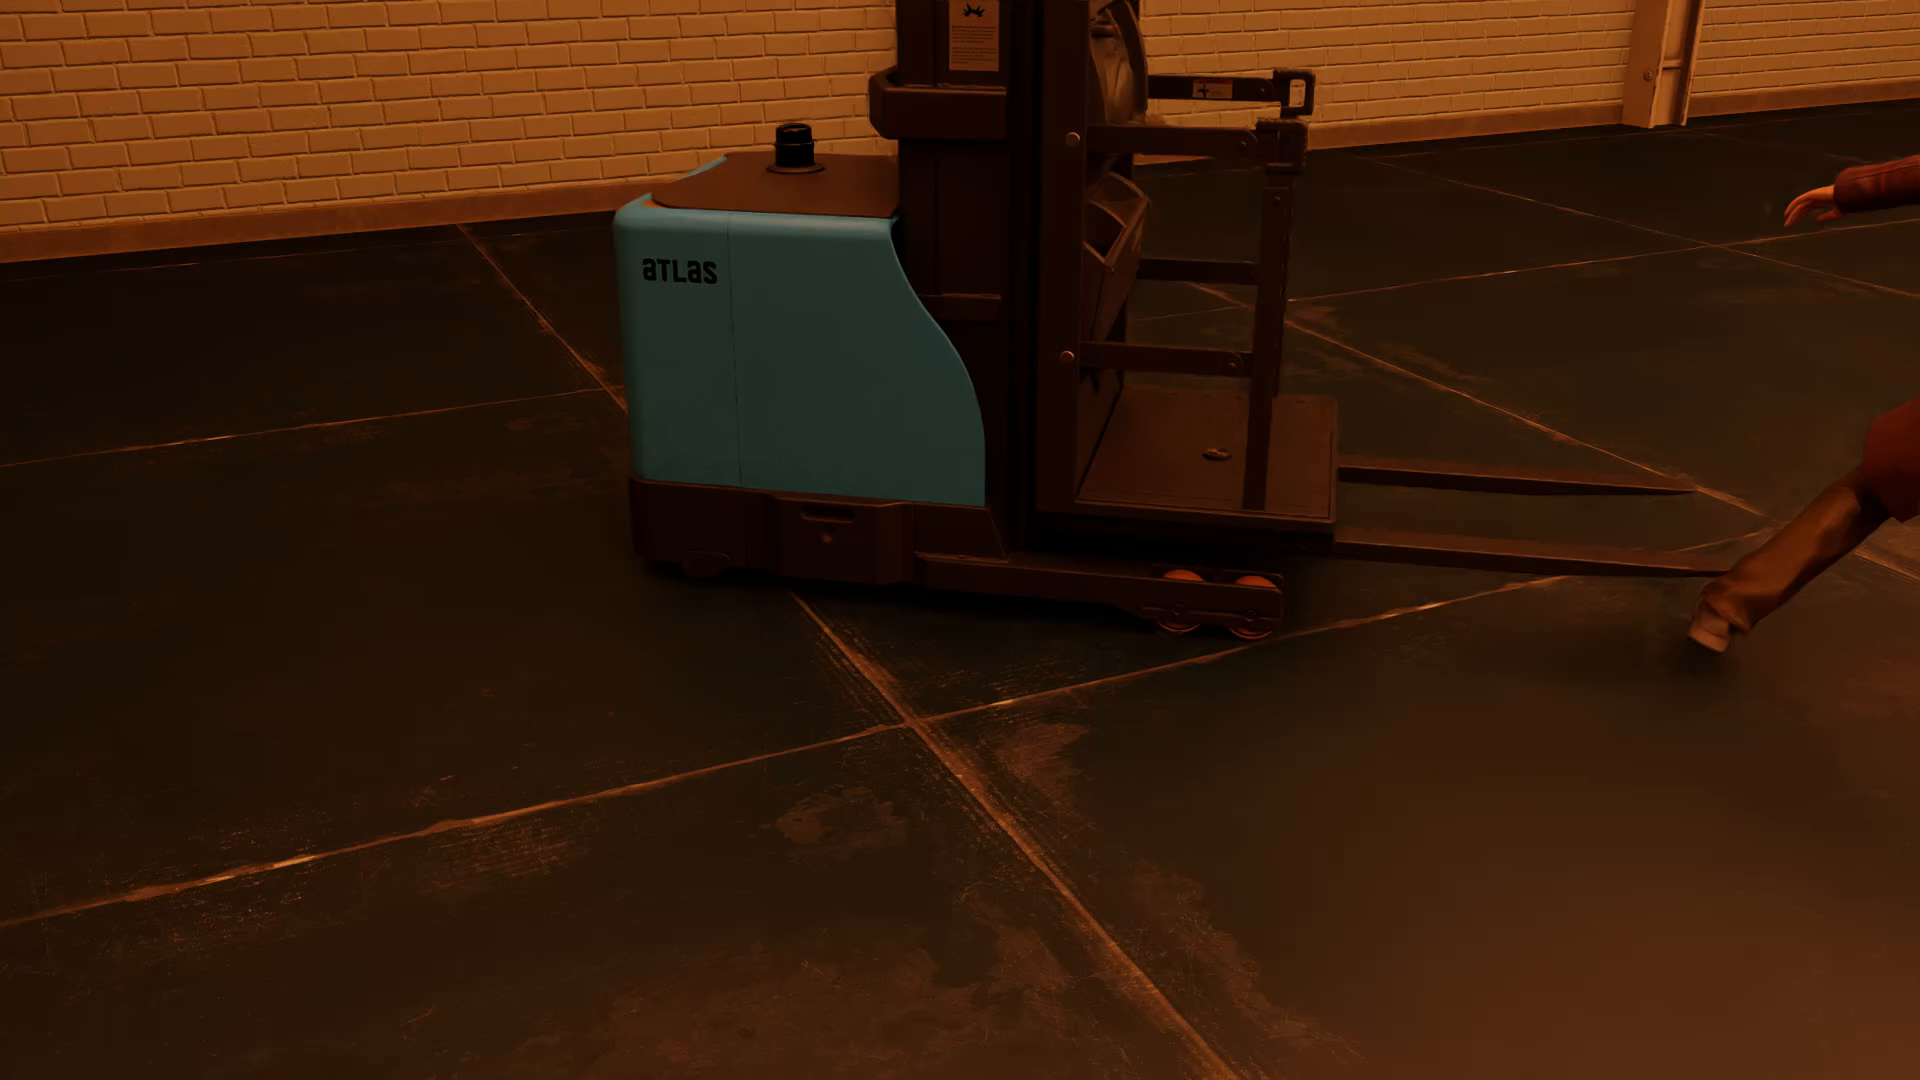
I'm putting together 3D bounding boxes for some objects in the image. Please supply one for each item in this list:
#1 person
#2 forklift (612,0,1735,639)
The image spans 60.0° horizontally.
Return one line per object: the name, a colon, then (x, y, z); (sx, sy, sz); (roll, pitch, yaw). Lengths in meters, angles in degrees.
person: (2.526, -0.271, 3.892); (0.807, 1.467, 1.293); (-21, 30, -40)
forklift: (0.615, -1.310, 4.441); (3.031, 2.935, 1.130); (5, 23, 11)
